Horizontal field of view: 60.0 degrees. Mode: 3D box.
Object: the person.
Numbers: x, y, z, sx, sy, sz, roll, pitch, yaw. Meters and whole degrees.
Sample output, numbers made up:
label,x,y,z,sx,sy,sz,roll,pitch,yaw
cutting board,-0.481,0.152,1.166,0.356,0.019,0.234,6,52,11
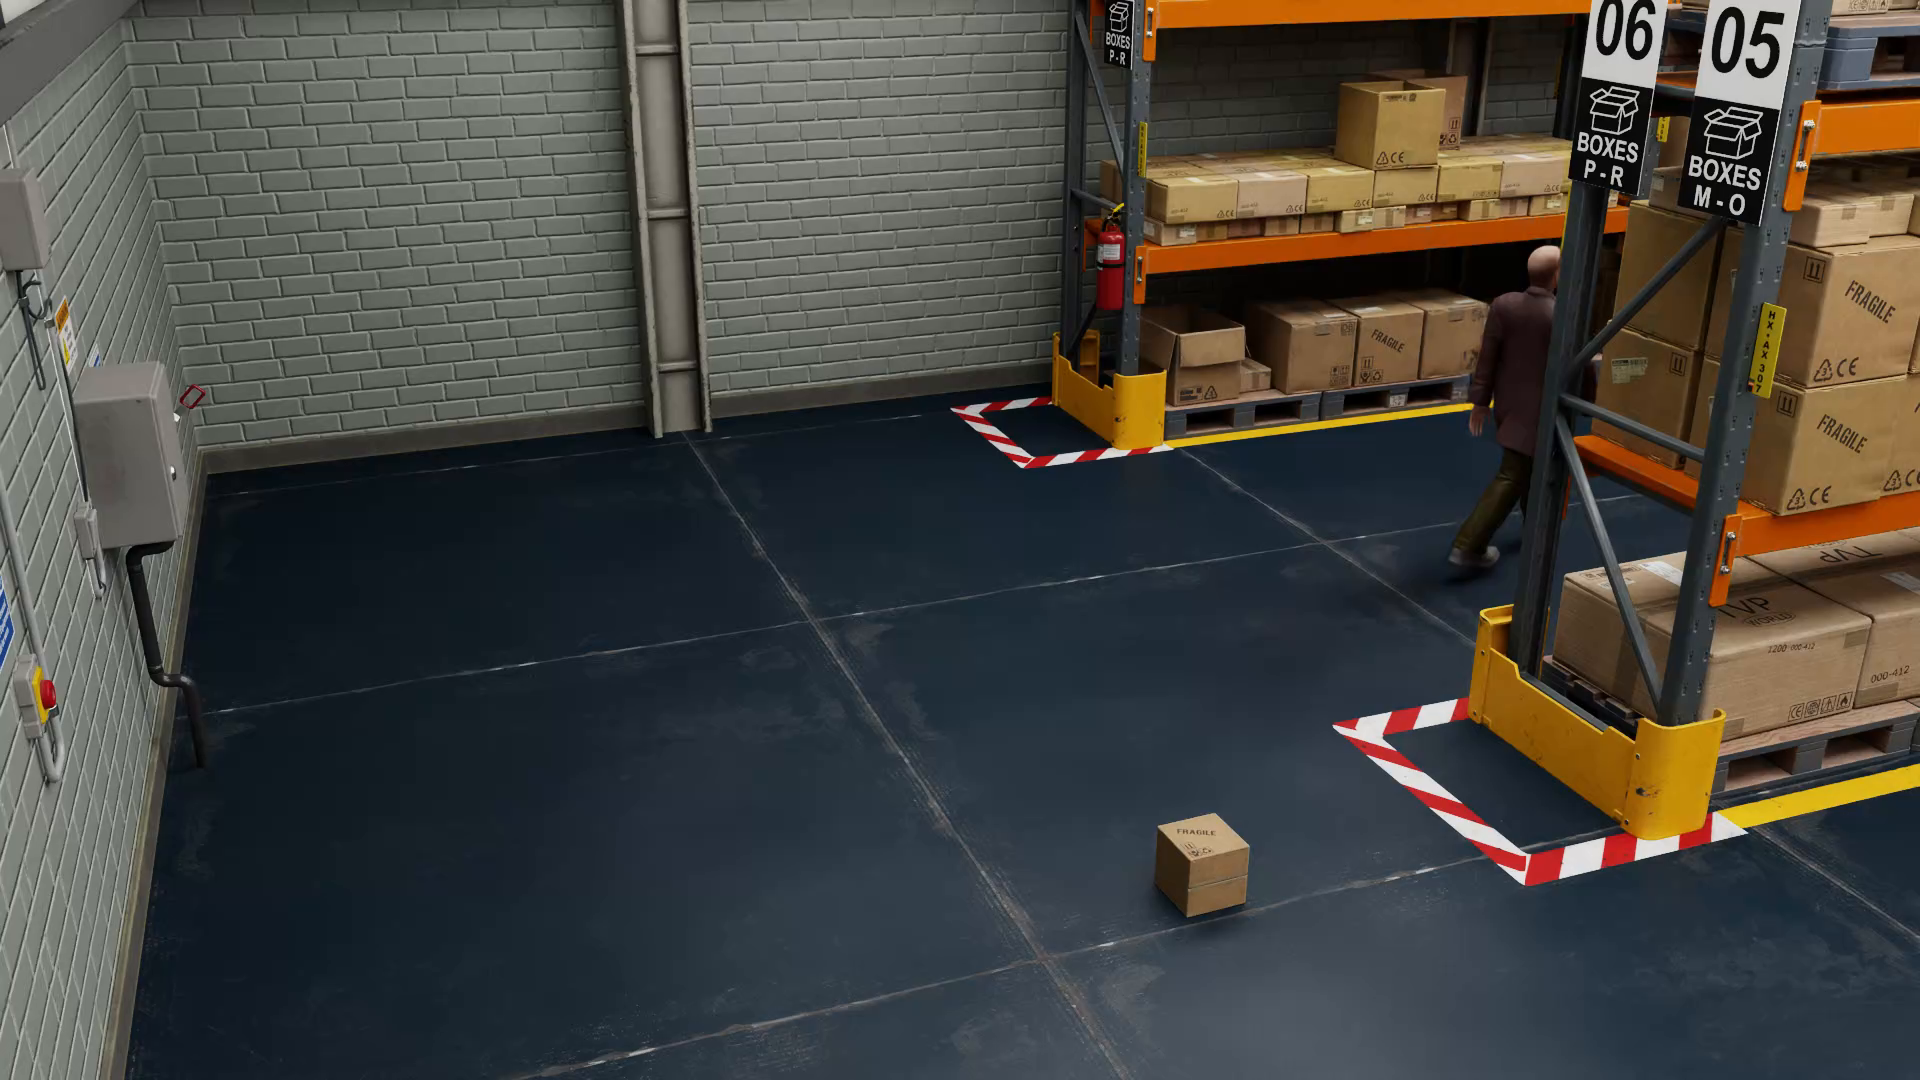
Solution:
label,x,y,z,sx,sy,sz,roll,pitch,yaw
person,3.080,-0.714,8.863,1.149,1.726,0.602,-15,26,-32
